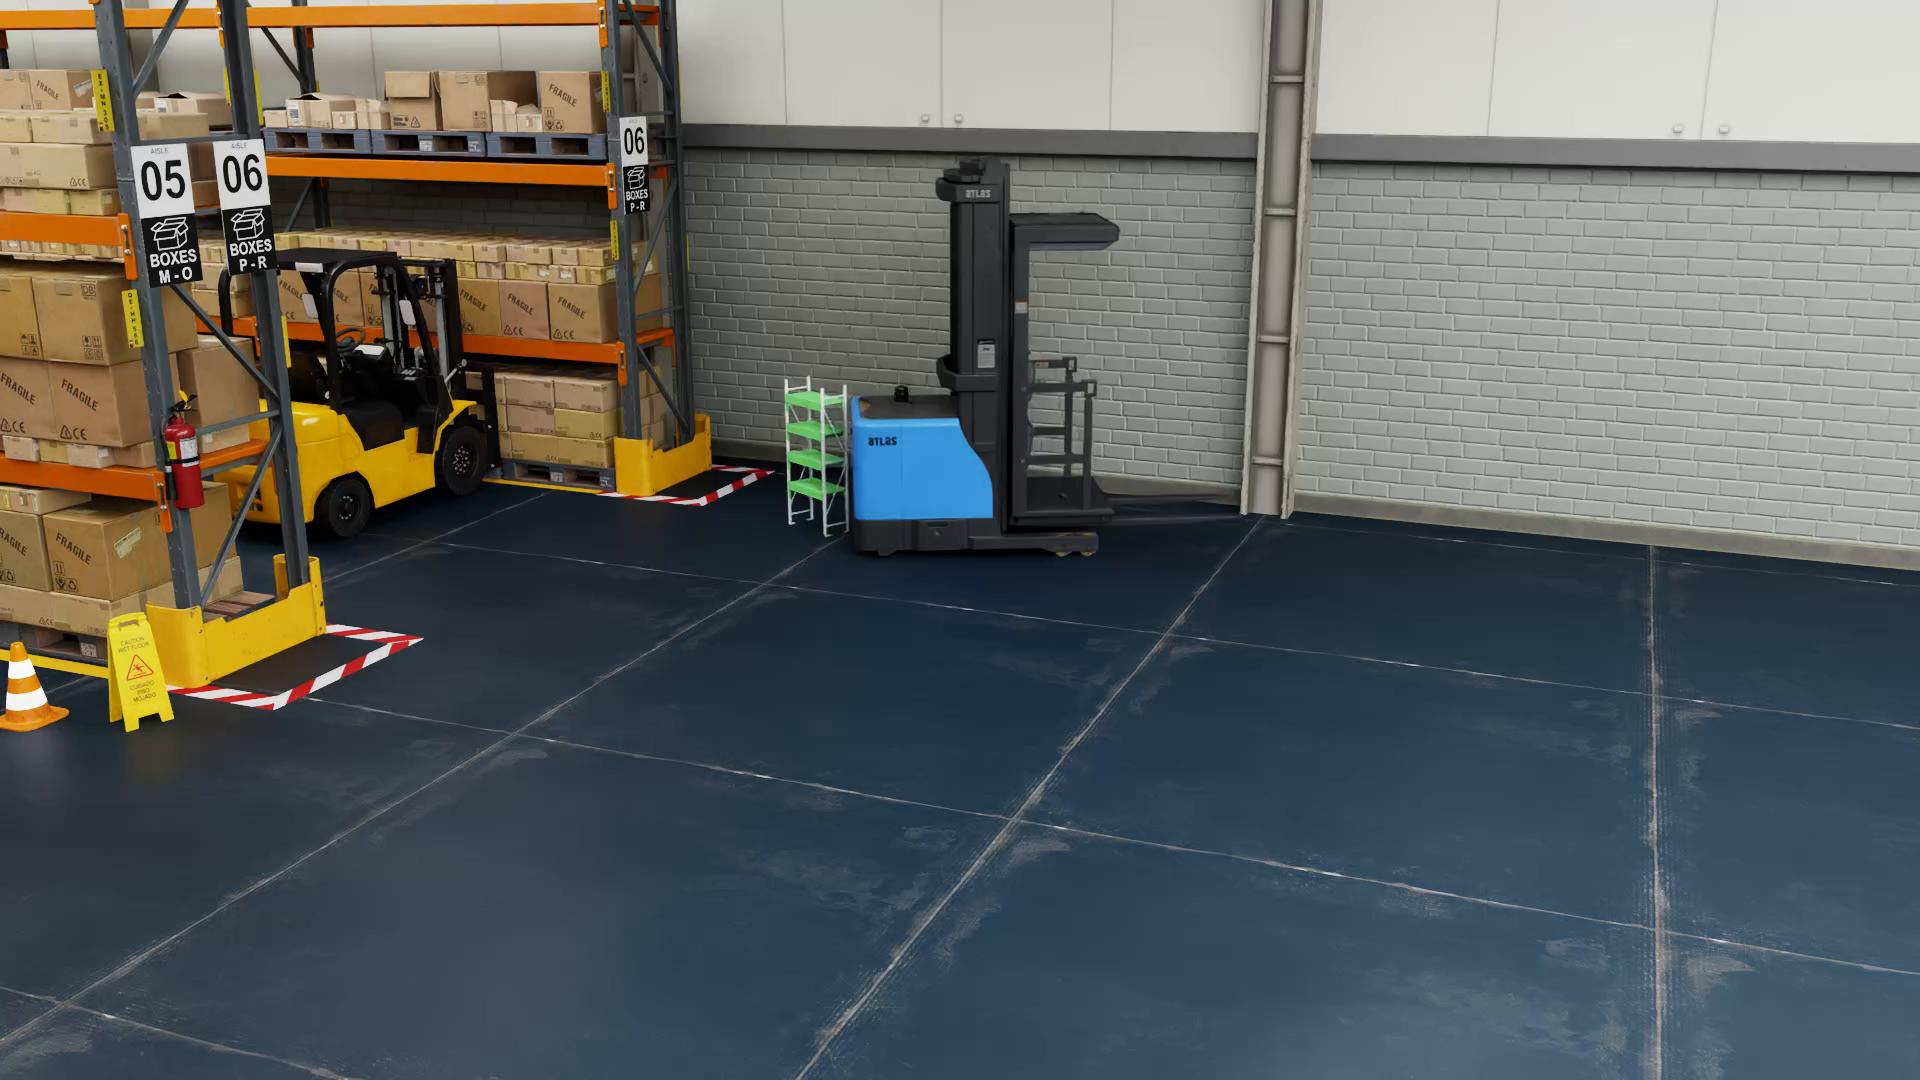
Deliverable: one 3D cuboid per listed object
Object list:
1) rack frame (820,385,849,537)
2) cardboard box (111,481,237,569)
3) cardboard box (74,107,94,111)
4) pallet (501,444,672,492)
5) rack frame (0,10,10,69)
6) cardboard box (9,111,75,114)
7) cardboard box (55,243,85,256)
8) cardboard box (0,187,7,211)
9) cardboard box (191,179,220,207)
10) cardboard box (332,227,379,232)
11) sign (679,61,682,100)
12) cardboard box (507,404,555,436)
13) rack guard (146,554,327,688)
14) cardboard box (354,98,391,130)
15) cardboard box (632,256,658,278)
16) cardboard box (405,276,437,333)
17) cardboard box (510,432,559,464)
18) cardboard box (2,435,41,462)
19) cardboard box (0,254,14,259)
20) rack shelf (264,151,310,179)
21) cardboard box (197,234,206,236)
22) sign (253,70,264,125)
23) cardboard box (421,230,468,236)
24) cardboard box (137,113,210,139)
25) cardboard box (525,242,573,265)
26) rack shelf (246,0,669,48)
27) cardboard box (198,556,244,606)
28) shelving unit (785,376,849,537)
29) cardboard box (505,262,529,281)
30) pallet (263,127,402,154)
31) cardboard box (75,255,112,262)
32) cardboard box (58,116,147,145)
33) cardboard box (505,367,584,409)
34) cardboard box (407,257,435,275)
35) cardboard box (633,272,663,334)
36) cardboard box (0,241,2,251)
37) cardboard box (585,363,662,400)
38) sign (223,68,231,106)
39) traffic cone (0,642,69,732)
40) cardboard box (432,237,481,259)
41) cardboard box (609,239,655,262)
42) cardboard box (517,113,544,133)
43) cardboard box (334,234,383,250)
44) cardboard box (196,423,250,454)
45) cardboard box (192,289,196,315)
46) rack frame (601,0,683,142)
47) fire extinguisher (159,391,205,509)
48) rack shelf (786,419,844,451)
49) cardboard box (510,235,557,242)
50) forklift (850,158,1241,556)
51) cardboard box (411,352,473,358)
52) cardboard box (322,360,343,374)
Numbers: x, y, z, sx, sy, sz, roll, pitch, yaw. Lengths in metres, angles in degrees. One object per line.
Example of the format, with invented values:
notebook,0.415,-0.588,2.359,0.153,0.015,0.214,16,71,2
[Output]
rack frame,-0.990,-0.623,13.166,0.240,1.200,0.015,-13,21,-39
cardboard box,-5.173,-0.095,10.953,0.500,0.500,0.500,6,17,19
cardboard box,-8.257,-4.076,15.971,0.250,0.149,0.380,6,17,20
pallet,-3.411,-0.713,15.250,1.213,0.211,1.003,6,17,21
rack frame,-10.126,-5.684,16.612,0.127,3.000,1.000,6,17,21
cardboard box,-5.679,-2.598,10.381,0.250,0.149,0.380,6,17,20
cardboard box,-8.733,-2.924,16.523,0.250,0.149,0.380,7,17,22
cardboard box,-5.625,-2.077,10.018,0.250,0.149,0.380,6,17,21
cardboard box,-4.691,-2.135,10.218,0.250,0.149,0.380,6,17,21
cardboard box,-5.779,-2.905,15.925,0.250,0.149,0.380,6,17,19
sign,-2.475,-4.026,14.572,0.005,0.325,0.100,6,17,21
cardboard box,-3.714,-1.129,14.963,0.500,0.250,0.500,6,17,20
rack guard,-4.572,0.496,10.569,0.348,0.500,1.175,6,17,21
cardboard box,-5.136,-3.789,14.773,0.258,0.266,0.396,6,17,19
cardboard box,-2.904,-2.446,14.876,0.250,0.149,0.380,6,17,19
cardboard box,-4.666,-2.171,15.093,0.500,0.500,0.500,6,17,21
cardboard box,-3.696,-0.885,15.021,0.500,0.250,0.500,6,17,21
cardboard box,-5.686,-0.606,10.333,0.250,0.149,0.380,7,17,22
cardboard box,-6.450,-1.530,10.557,0.500,0.500,0.700,6,17,20
rack shelf,-8.265,-3.693,16.426,4.000,0.370,1.077,6,17,21
cardboard box,-7.820,-2.989,16.746,0.250,0.149,0.380,6,17,20
sign,-4.303,-2.698,10.138,0.005,0.325,0.100,6,17,21
cardboard box,-4.817,-2.802,15.570,0.250,0.149,0.380,6,17,20
cardboard box,-4.757,-2.489,10.007,0.250,0.149,0.380,6,17,20
cardboard box,-3.588,-2.506,14.549,0.250,0.149,0.380,7,17,22
rack shelf,-4.544,-4.533,14.654,4.000,0.370,1.077,6,17,21
cardboard box,-5.150,0.268,11.050,0.500,0.250,0.500,6,17,20
shelving unit,-1.148,-0.674,13.344,0.258,1.200,0.503,-13,21,-39
cardboard box,-3.803,-2.396,14.704,0.250,0.149,0.380,6,17,20
pallet,-5.602,-3.711,15.356,1.213,0.211,1.003,6,17,21
cardboard box,-8.373,-2.707,16.490,0.500,0.250,0.500,7,17,21
cardboard box,-4.925,-2.358,9.555,0.250,0.149,0.380,6,17,21
cardboard box,-3.704,-1.363,14.873,0.500,0.250,0.500,7,17,22
cardboard box,-4.774,-2.489,15.025,0.250,0.149,0.380,6,17,19
cardboard box,-3.043,-2.155,15.038,0.500,0.500,0.500,7,18,22
cardboard box,-9.689,-3.027,16.876,0.250,0.149,0.380,7,17,22
cardboard box,-3.061,-1.444,15.153,0.500,0.250,0.500,6,17,20
sign,-6.595,-4.092,15.017,0.005,0.325,0.100,6,17,21
traffic cone,-5.375,0.812,9.546,0.334,0.463,0.336,6,17,21
cardboard box,-4.523,-2.624,14.957,0.250,0.149,0.380,7,17,21
cardboard box,-2.918,-2.577,14.793,0.250,0.149,0.380,6,17,20
cardboard box,-3.566,-3.560,14.194,0.250,0.149,0.380,6,17,19
cardboard box,-5.498,-2.707,15.240,0.250,0.149,0.380,7,17,22
cardboard box,-4.742,-0.665,10.533,0.250,0.149,0.380,6,17,21
cardboard box,-7.439,-2.355,16.176,0.500,0.250,0.500,6,17,20
rack frame,-2.684,-4.866,13.793,0.127,3.000,1.000,6,17,21
fire extinguisher,-4.564,-0.528,9.752,0.183,0.674,0.296,6,17,21
rack shelf,-1.148,-0.843,13.295,0.258,0.148,0.480,-13,21,-39
cardboard box,-3.879,-2.685,15.167,0.250,0.149,0.380,7,18,22
forklift,0.659,-1.433,12.853,3.031,2.935,1.130,-1,16,-5
cardboard box,-4.934,-1.652,15.868,0.500,0.250,0.500,6,17,21
cardboard box,-5.598,-1.569,15.584,0.500,0.250,0.500,6,17,21
